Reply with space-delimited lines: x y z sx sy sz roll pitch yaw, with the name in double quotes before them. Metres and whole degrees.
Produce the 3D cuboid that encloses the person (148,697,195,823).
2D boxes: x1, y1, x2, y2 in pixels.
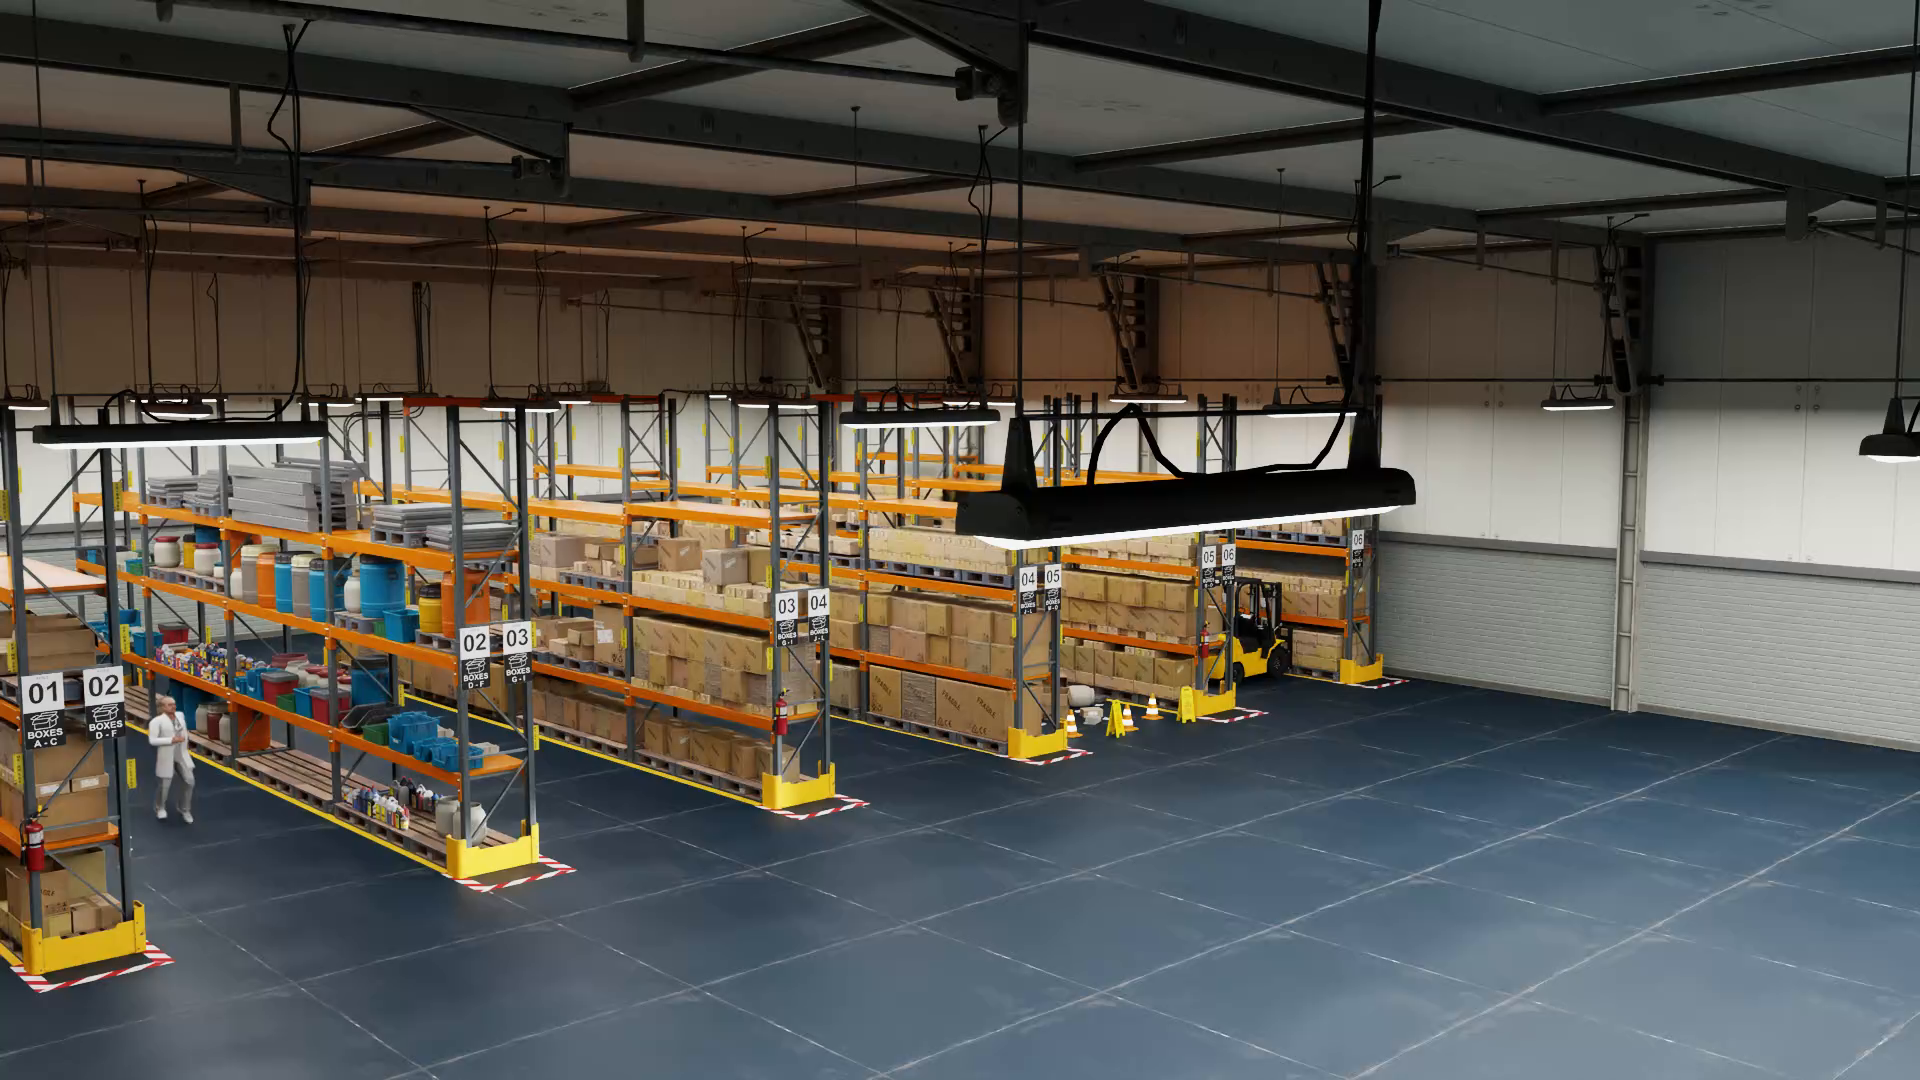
"person" -11.260 3.157 23.754 0.816 1.856 0.708 4 7 35
